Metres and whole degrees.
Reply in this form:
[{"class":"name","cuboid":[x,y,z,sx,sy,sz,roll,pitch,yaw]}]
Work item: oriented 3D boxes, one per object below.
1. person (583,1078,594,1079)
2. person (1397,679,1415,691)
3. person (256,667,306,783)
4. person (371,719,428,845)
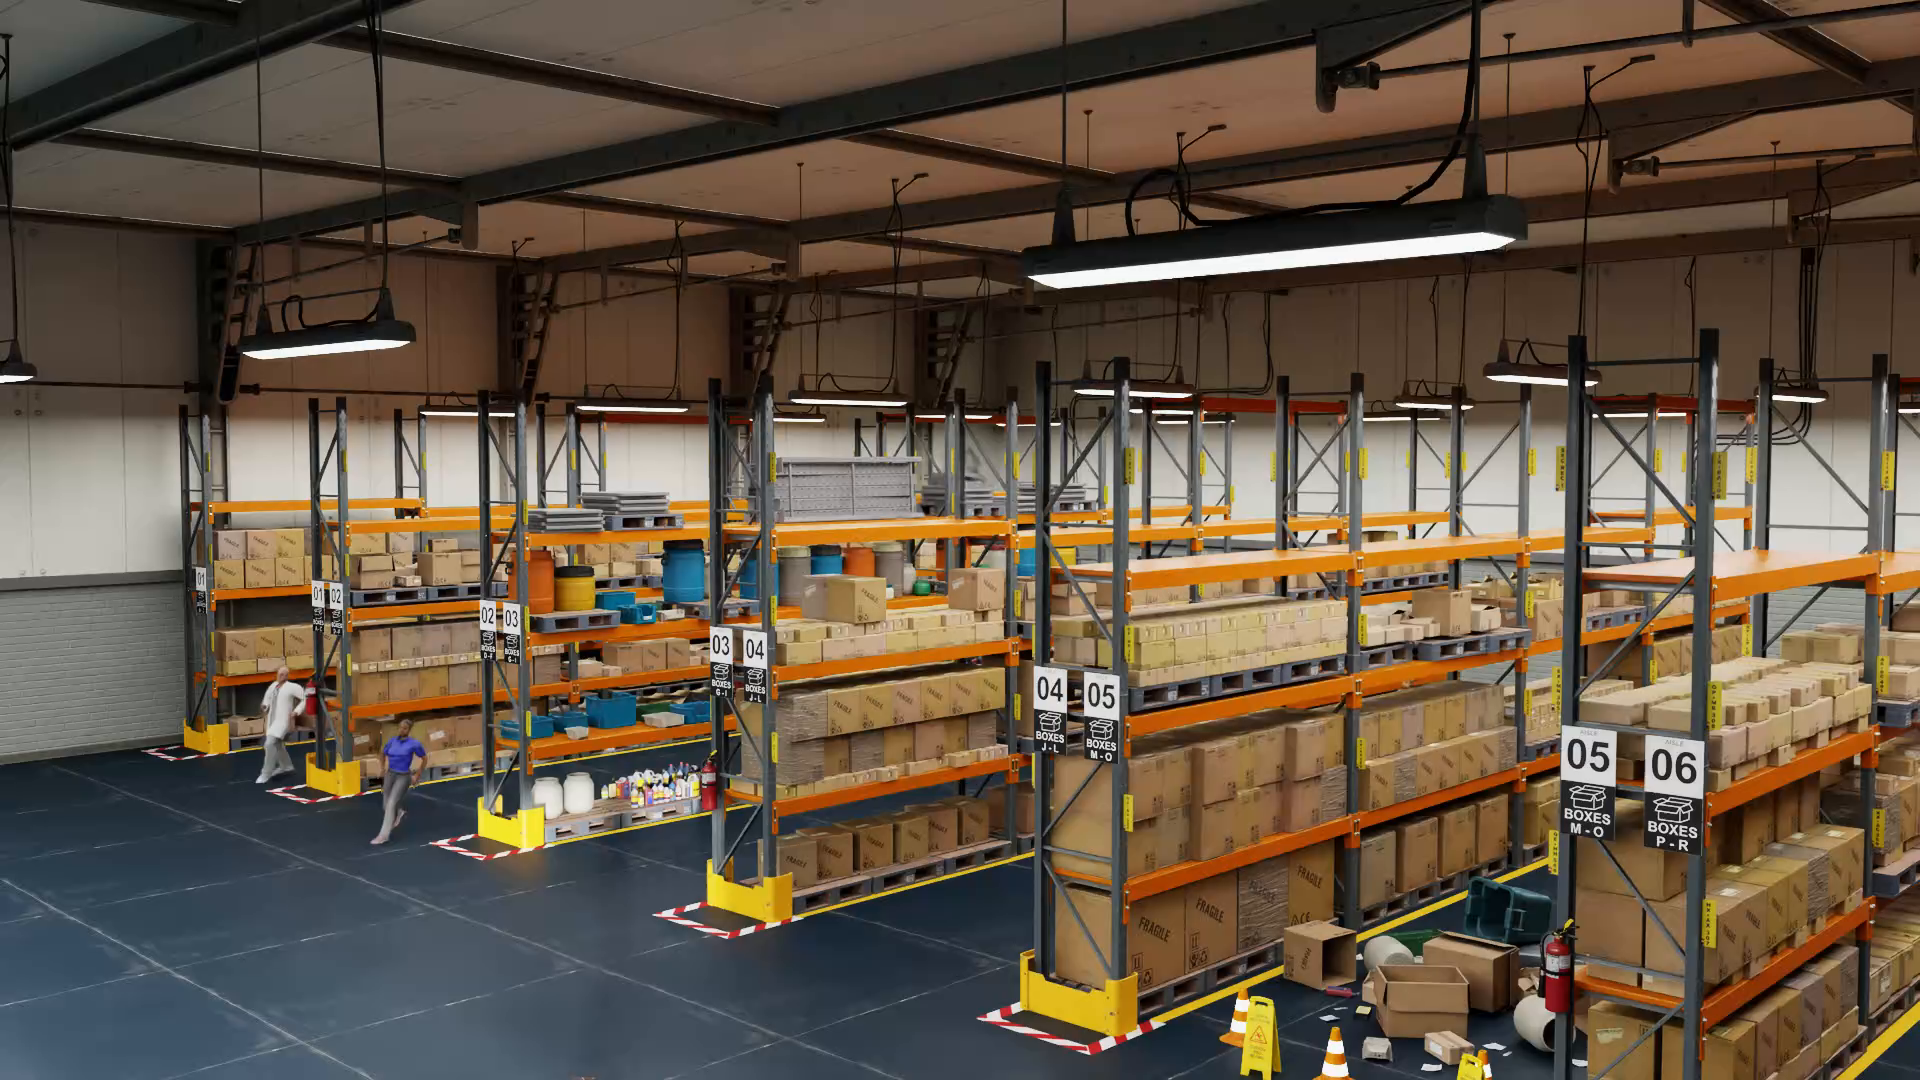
[{"class":"person","cuboid":[-2.105,3.860,9.355,0.559,1.614,0.556,-1,3,-16]},{"class":"person","cuboid":[7.047,2.936,26.229,0.626,1.723,0.802,3,4,44]},{"class":"person","cuboid":[-10.713,2.909,26.208,0.769,1.816,0.739,2,3,29]},{"class":"person","cuboid":[-7.448,3.190,22.163,0.640,1.604,0.828,0,3,9]}]
